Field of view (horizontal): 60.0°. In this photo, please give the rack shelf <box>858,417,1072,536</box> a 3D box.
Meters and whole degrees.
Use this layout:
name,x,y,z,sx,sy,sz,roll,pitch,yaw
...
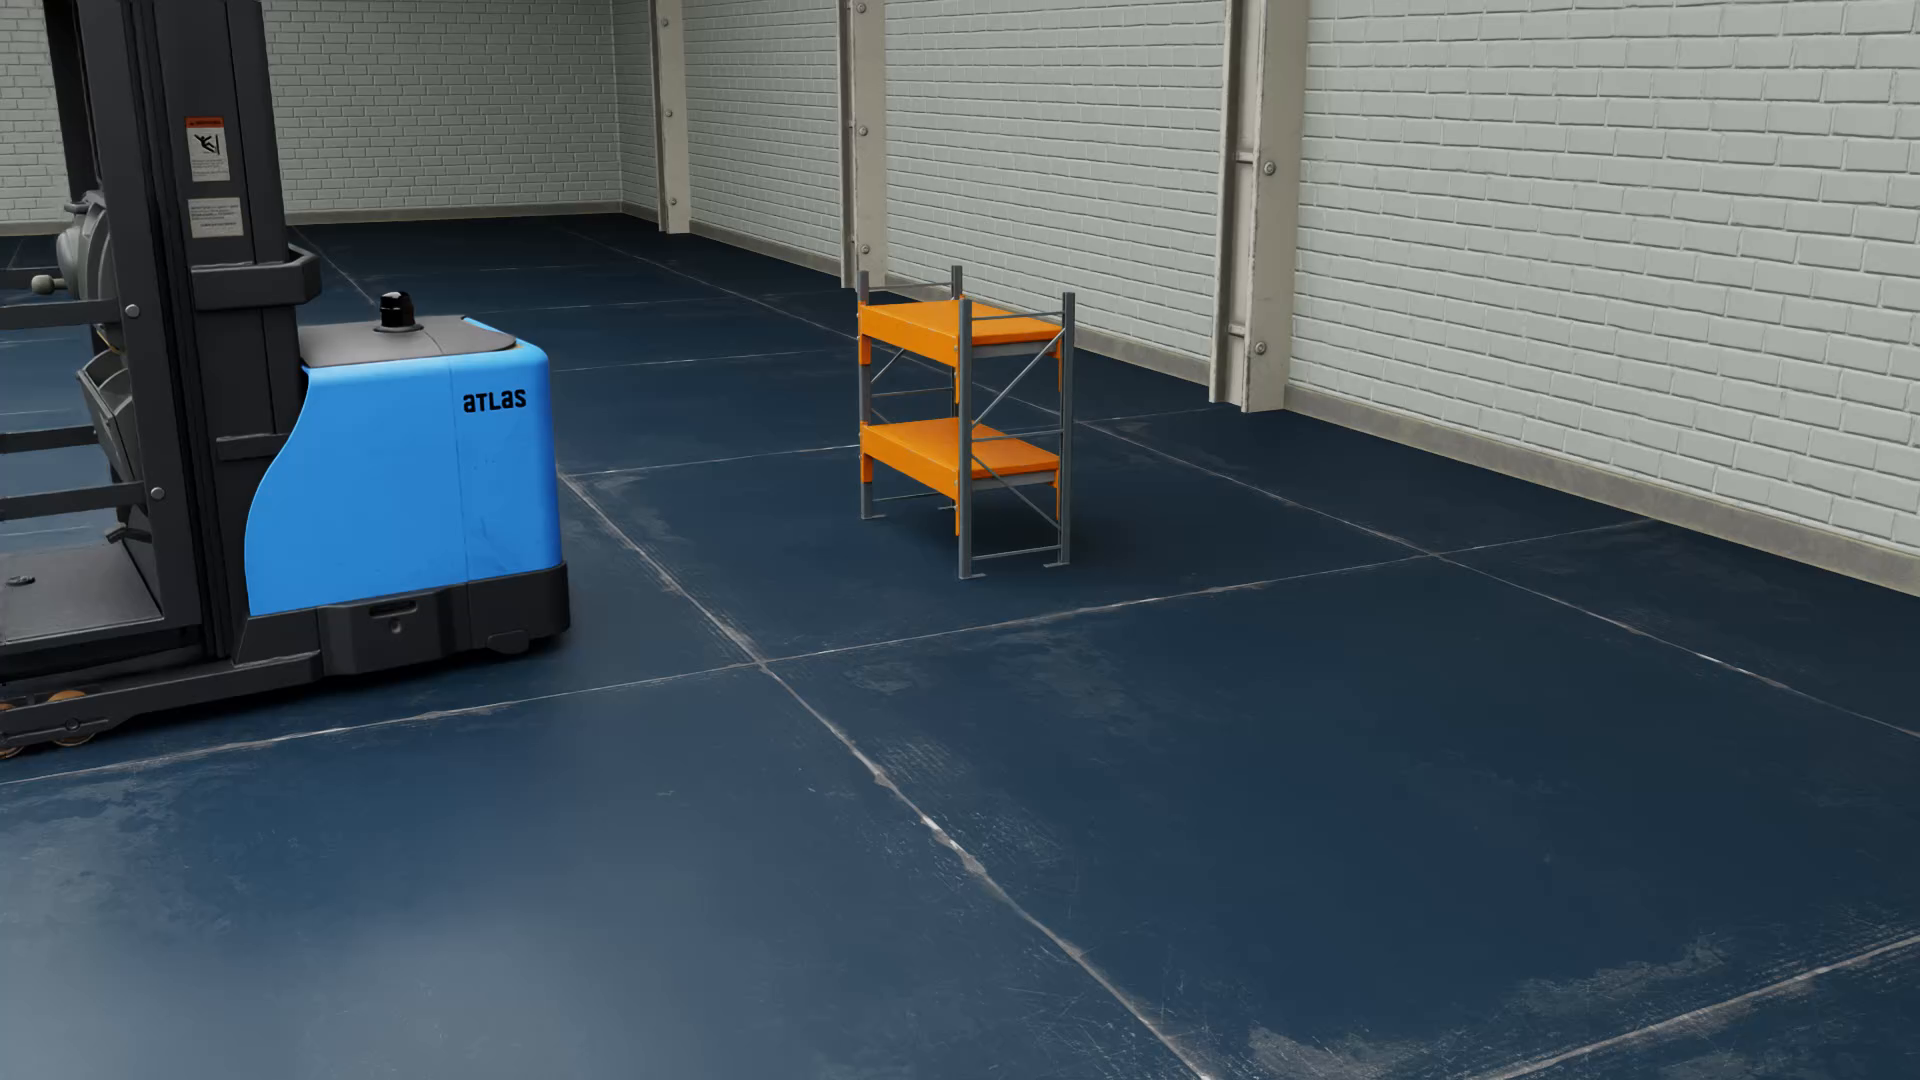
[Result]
name,x,y,z,sx,sy,sz,roll,pitch,yaw
rack shelf,0.003,-0.304,7.157,0.538,0.278,1.000,-8,18,-25

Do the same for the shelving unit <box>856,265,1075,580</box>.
name,x,y,z,sx,sy,sz,roll,pitch,yaw
shelving unit,0.003,-0.539,7.090,0.538,1.125,1.048,-8,18,-25

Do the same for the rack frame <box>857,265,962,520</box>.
name,x,y,z,sx,sy,sz,roll,pitch,yaw
rack frame,-0.220,-0.665,7.529,0.500,1.125,0.032,-8,18,-25

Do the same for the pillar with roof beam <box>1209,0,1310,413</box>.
name,x,y,z,sx,sy,sz,roll,pitch,yaw
pillar with roof beam,-2.118,-4.629,7.069,9.100,9.000,0.400,-8,18,-25

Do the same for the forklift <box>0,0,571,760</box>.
name,x,y,z,sx,sy,sz,roll,pitch,yaw
forklift,-2.904,-0.918,5.137,3.031,2.935,1.130,-10,19,-31

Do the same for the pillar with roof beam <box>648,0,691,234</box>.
name,x,y,z,sx,sy,sz,roll,pitch,yaw
pillar with roof beam,-7.375,-7.605,17.437,9.100,9.000,0.400,-8,18,-25

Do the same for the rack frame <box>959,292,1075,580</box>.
name,x,y,z,sx,sy,sz,roll,pitch,yaw
rack frame,0.226,-0.413,6.650,0.500,1.125,0.032,-8,18,-25

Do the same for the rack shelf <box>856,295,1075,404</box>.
name,x,y,z,sx,sy,sz,roll,pitch,yaw
rack shelf,0.003,-0.820,7.009,0.538,0.278,1.000,-8,18,-25

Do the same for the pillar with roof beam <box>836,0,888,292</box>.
name,x,y,z,sx,sy,sz,roll,pitch,yaw
pillar with roof beam,-4.746,-6.117,12.253,9.100,9.000,0.400,-8,18,-25
